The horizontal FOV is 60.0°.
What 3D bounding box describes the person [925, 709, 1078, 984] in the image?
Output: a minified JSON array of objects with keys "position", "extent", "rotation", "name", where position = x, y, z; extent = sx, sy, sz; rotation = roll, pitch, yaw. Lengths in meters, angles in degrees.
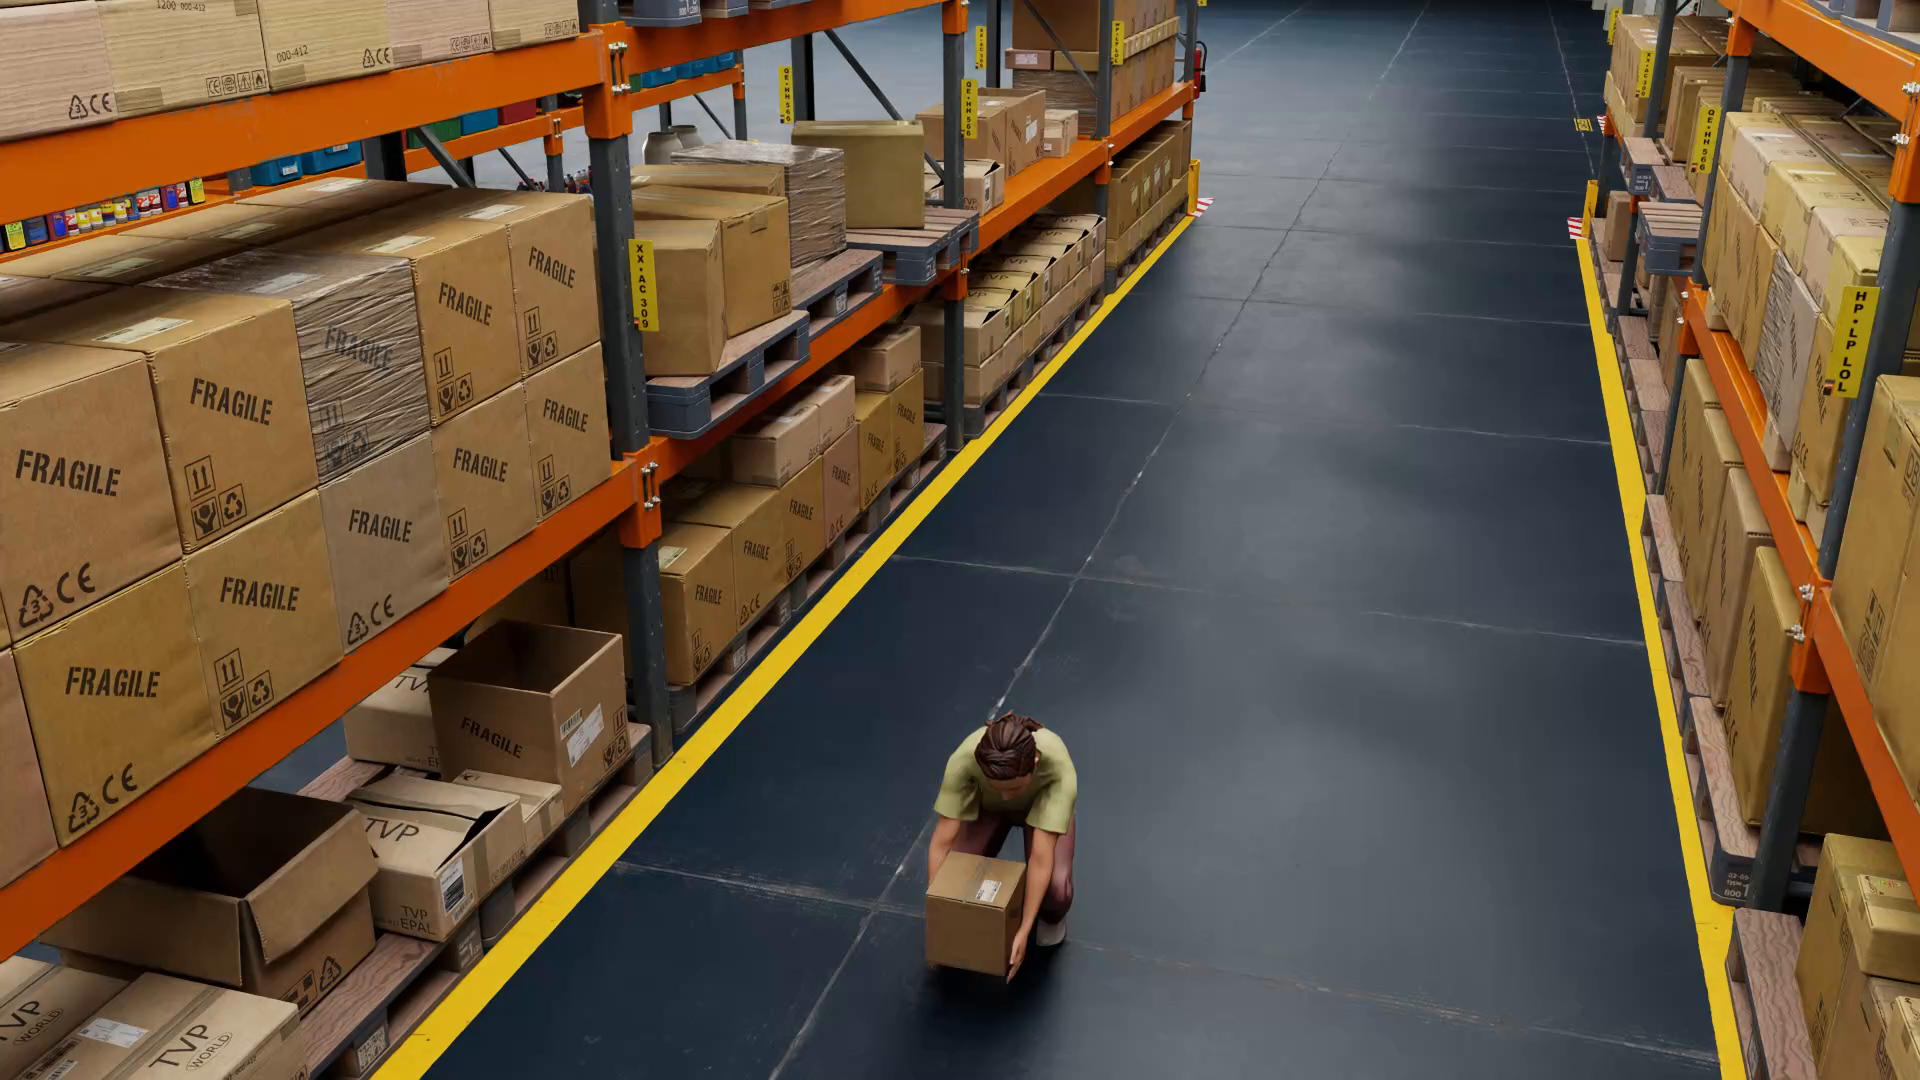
[{"position":[0.156,0.907,5.344],"extent":[0.473,0.940,0.803],"rotation":[6,23,15],"name":"person"}]
